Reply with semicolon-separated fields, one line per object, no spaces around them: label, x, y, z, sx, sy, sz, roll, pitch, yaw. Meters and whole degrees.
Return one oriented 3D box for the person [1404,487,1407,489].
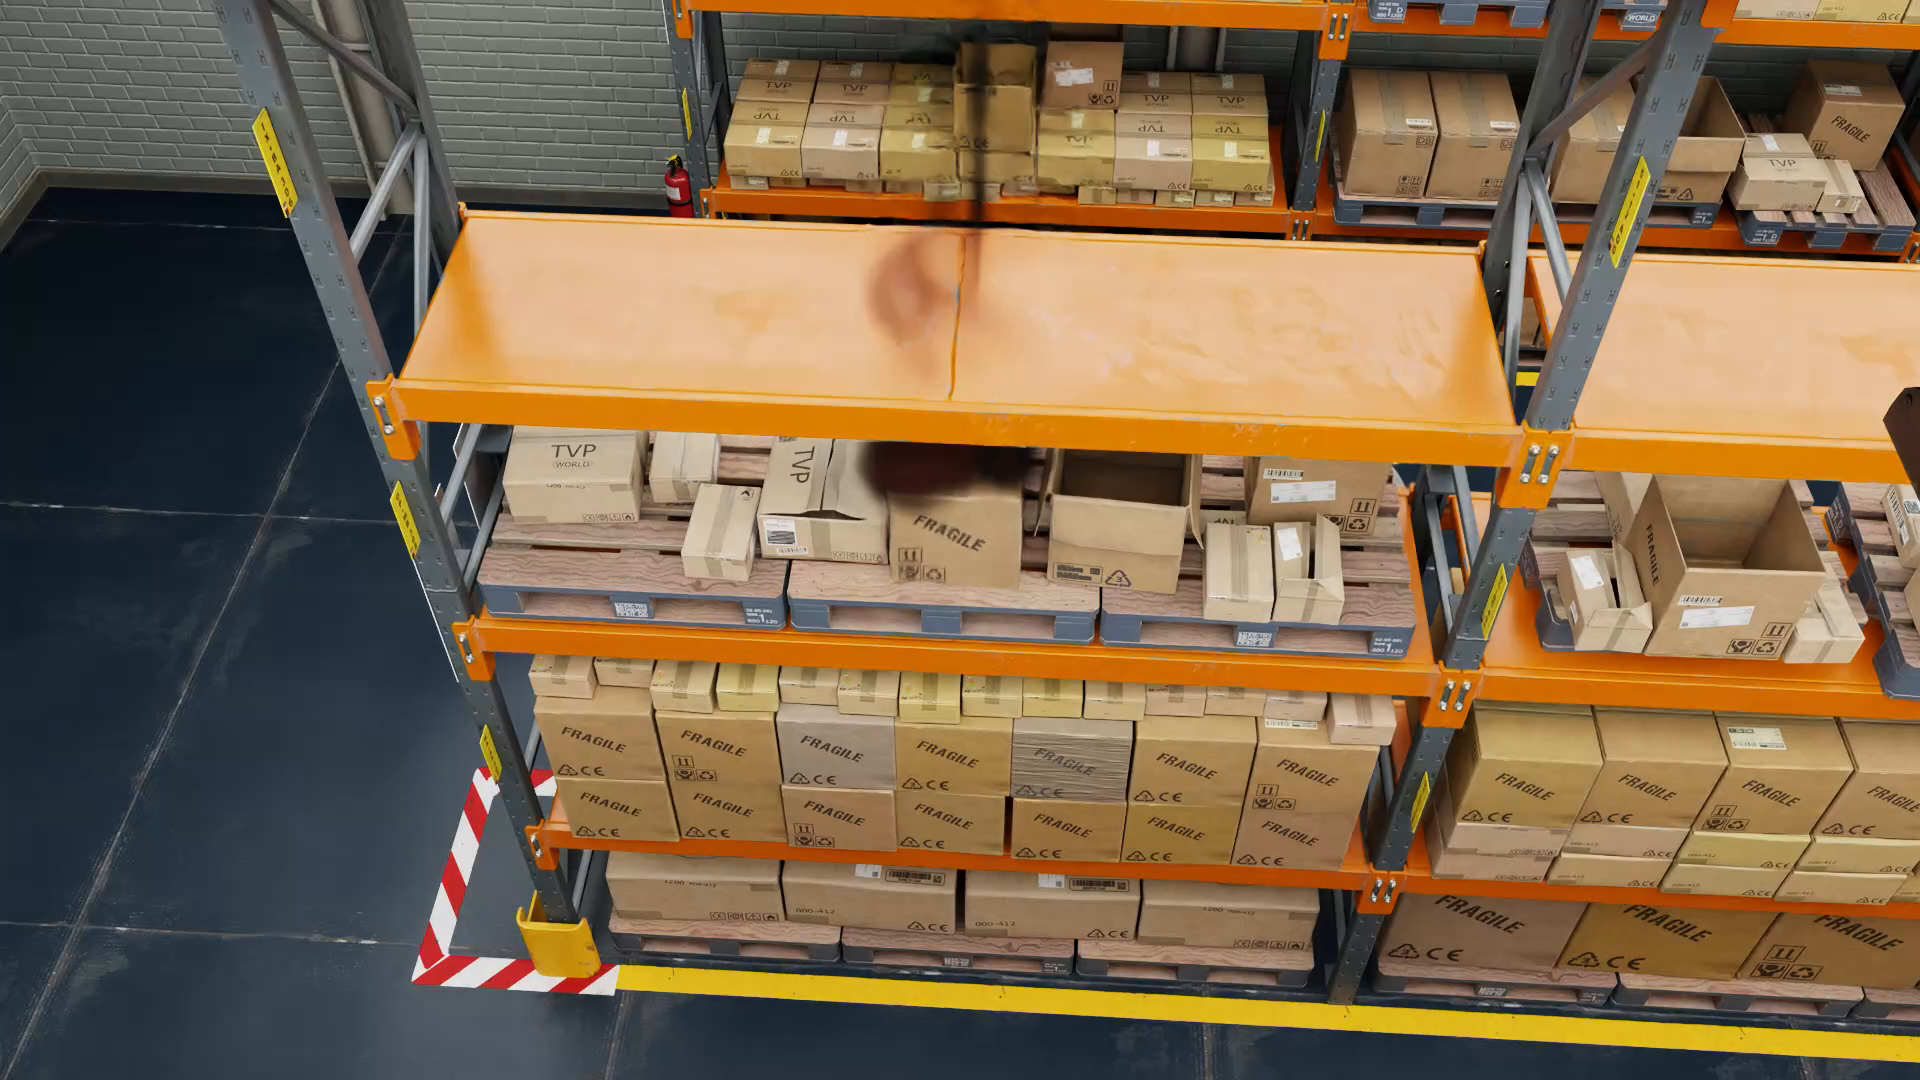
person;13.764;-3.551;7.889;23.757;8.986;2.602;-1;48;-1
